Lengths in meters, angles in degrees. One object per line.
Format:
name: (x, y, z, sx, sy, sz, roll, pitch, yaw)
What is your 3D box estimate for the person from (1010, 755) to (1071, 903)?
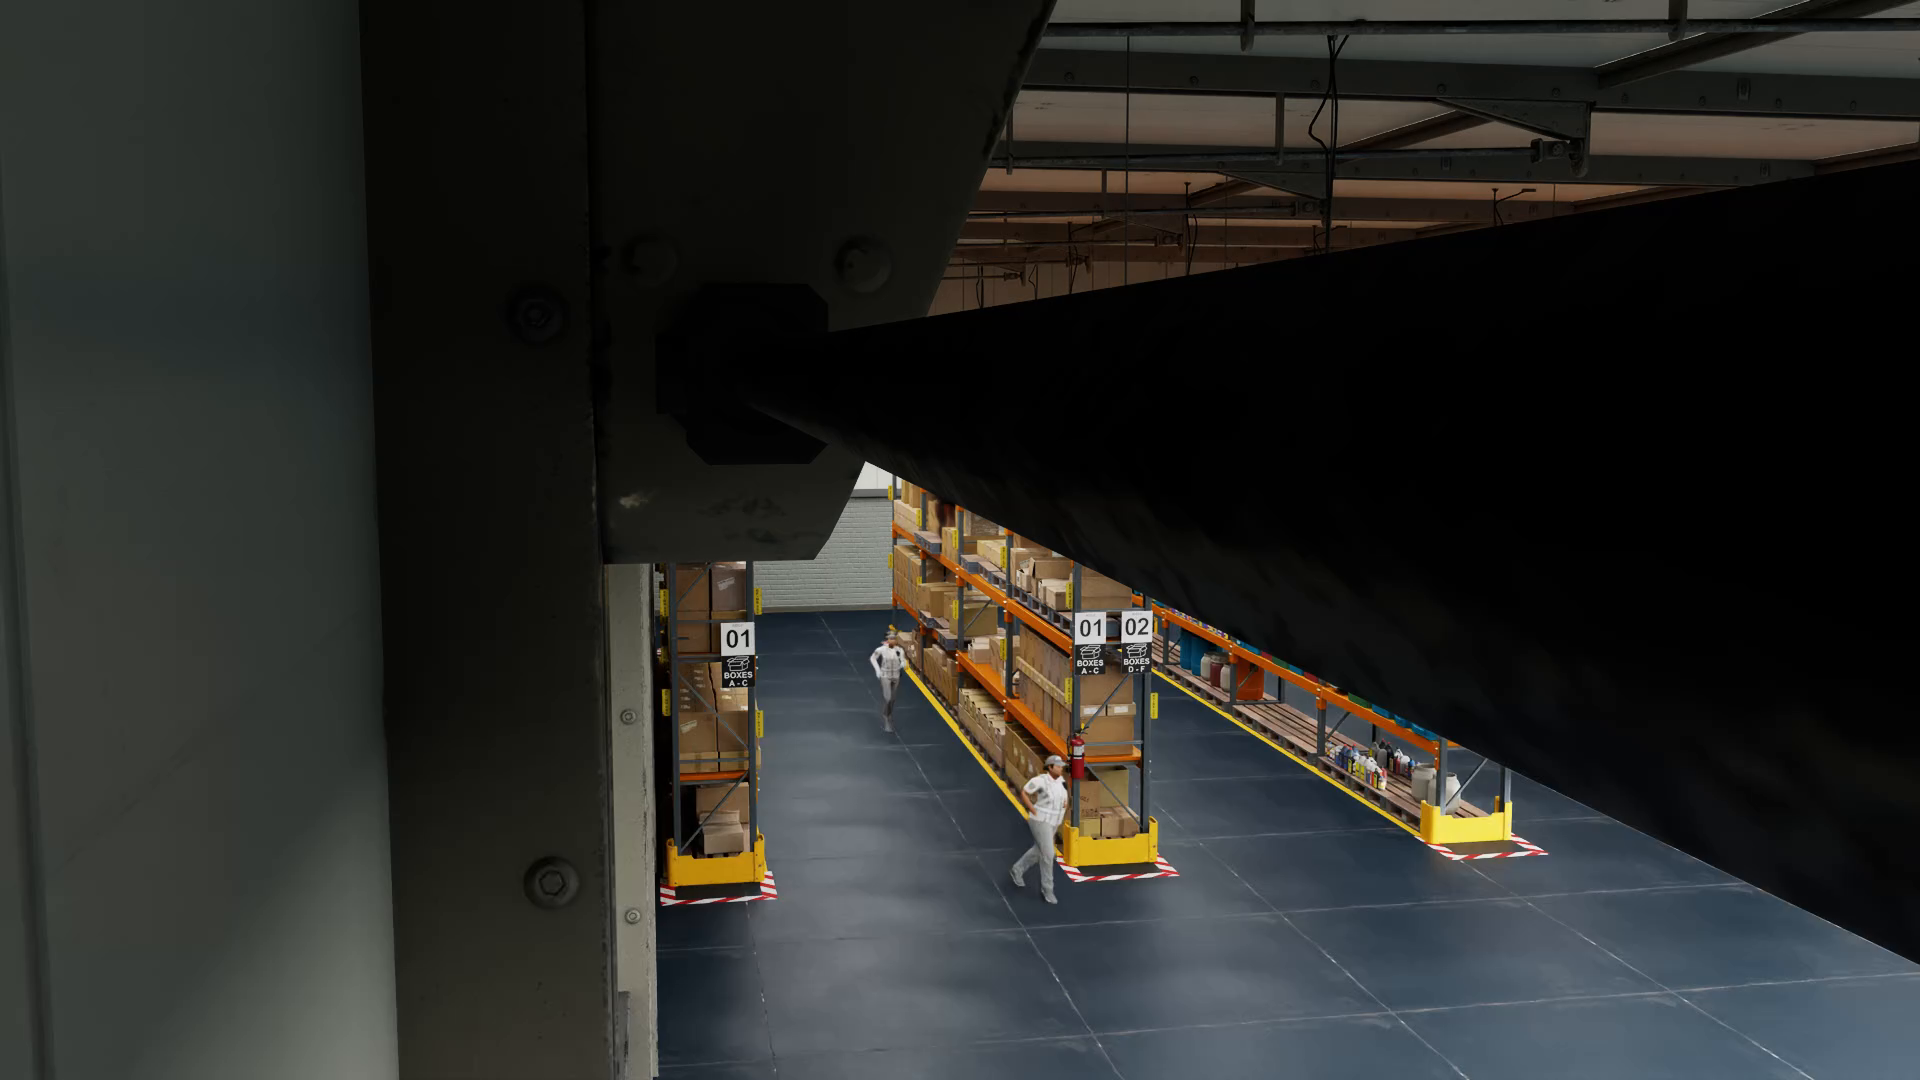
person: (1.003, 3.394, 19.854, 0.811, 1.668, 0.700, 5, 8, 38)

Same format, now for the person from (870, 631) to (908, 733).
person: (-1.198, 2.412, 28.577, 0.593, 1.754, 0.754, -2, 7, -19)
